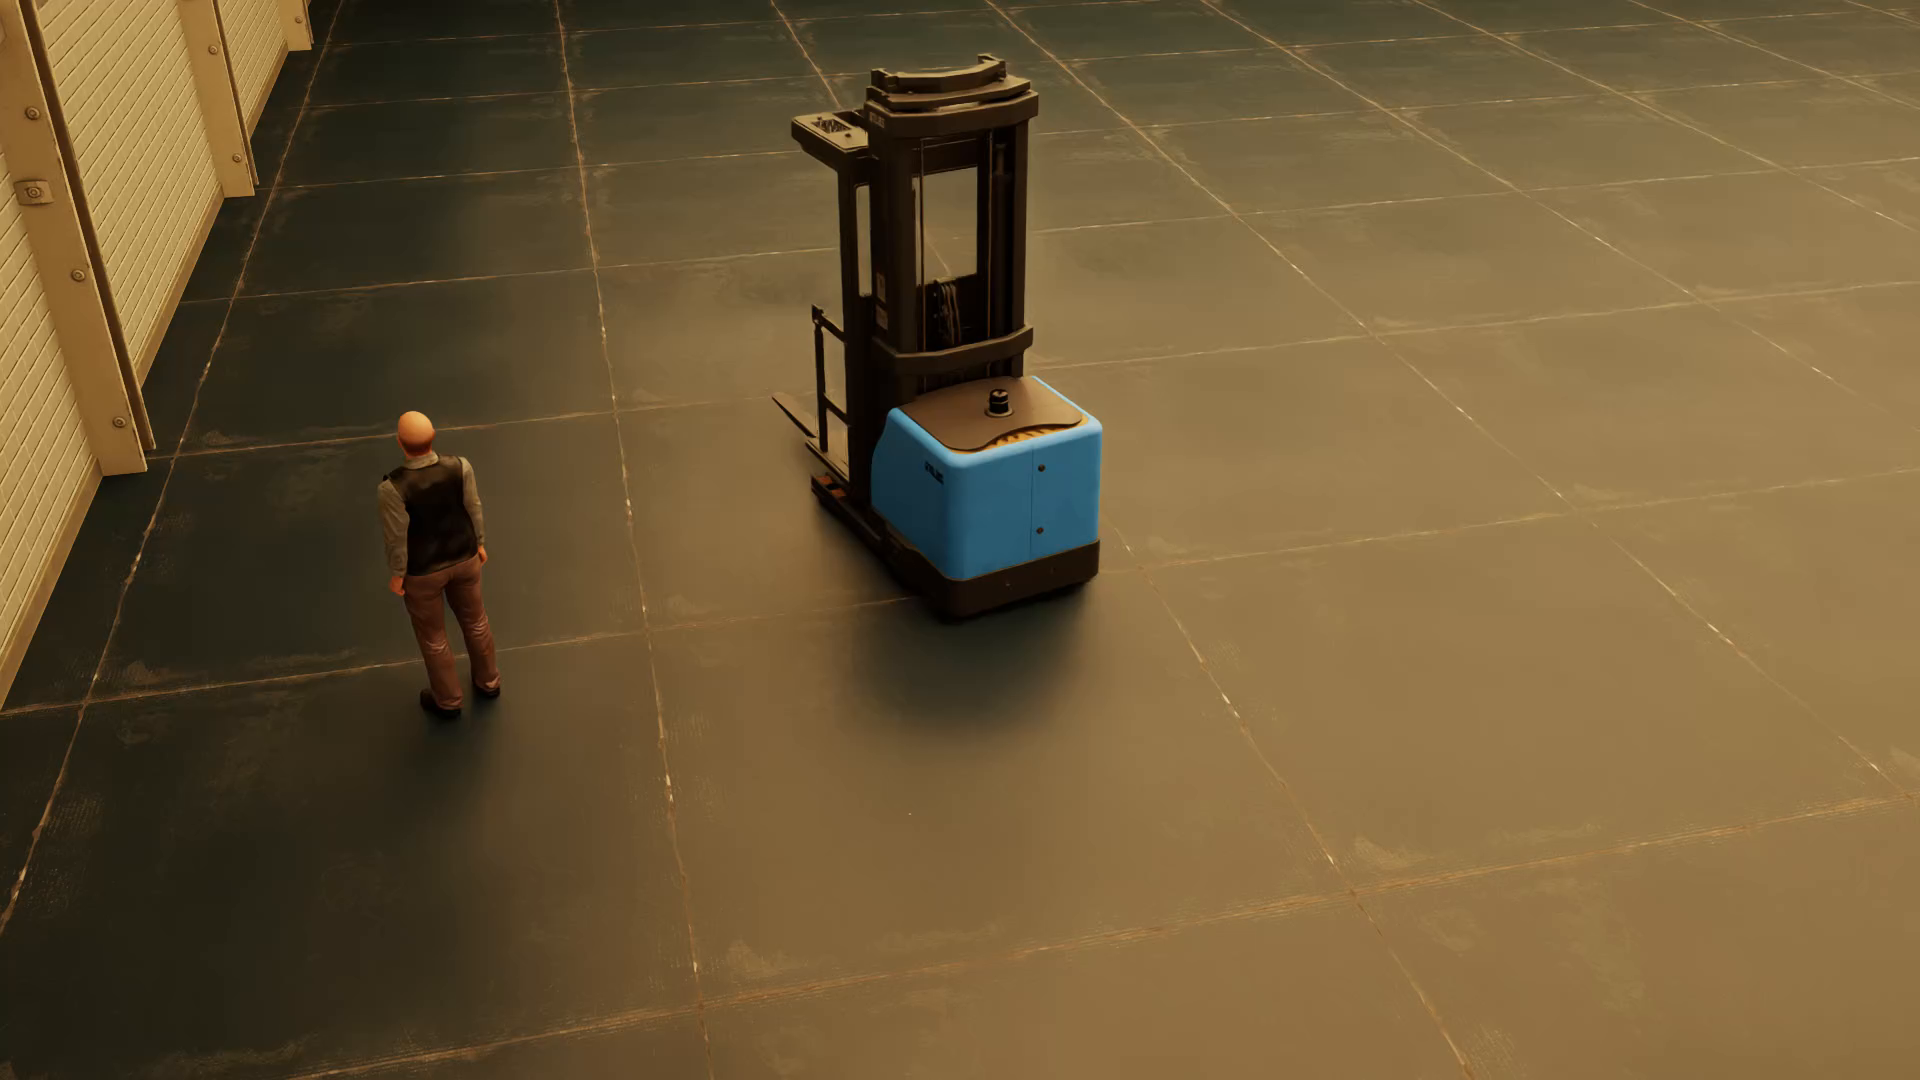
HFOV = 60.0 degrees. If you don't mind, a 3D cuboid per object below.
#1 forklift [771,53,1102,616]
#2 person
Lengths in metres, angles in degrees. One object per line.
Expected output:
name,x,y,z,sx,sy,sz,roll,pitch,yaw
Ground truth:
forklift,-0.321,-1.538,10.231,1.130,2.935,3.031,-16,34,-25
person,-2.701,0.119,8.577,0.535,1.725,0.362,-24,38,-36
